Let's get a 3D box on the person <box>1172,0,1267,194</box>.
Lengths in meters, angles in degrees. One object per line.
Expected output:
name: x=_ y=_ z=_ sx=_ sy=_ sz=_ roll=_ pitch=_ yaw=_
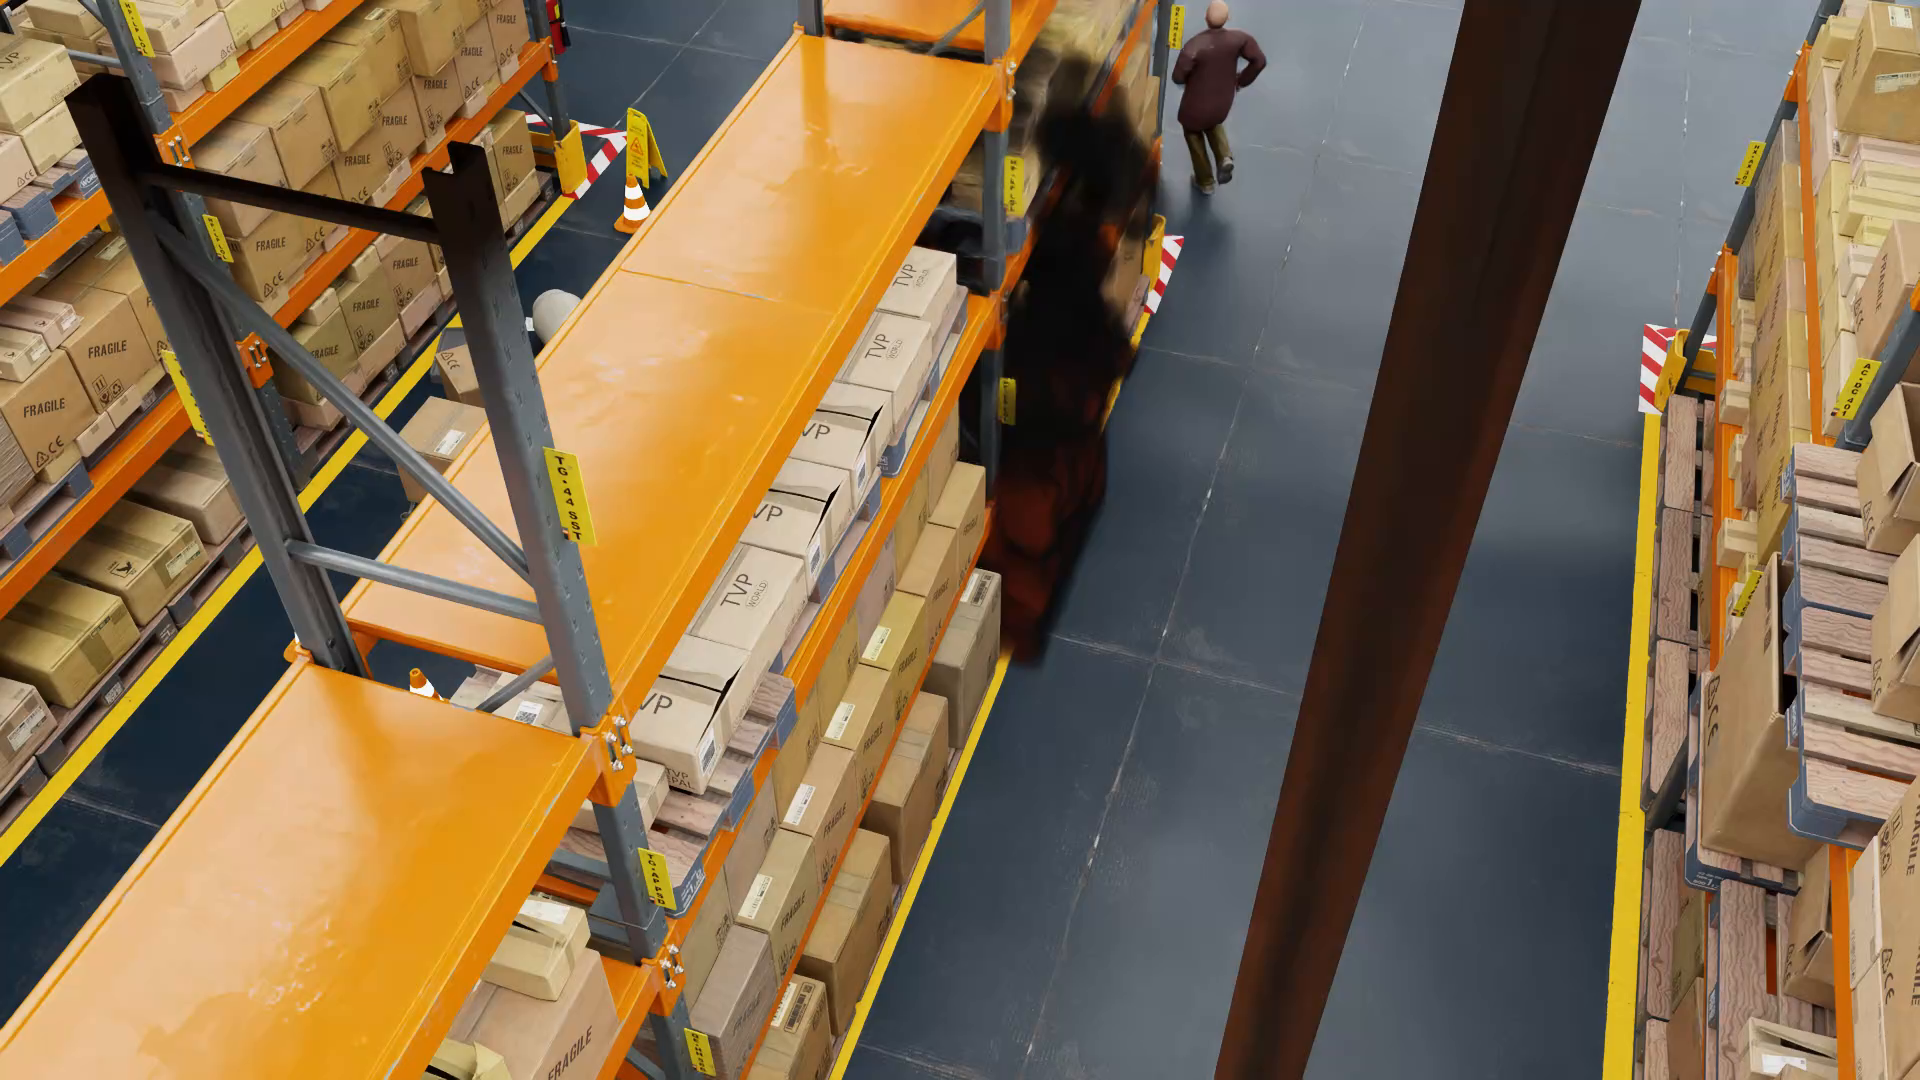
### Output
person: x=2.021 y=-3.577 z=13.432 sx=0.724 sy=1.730 sz=0.588 roll=-13 pitch=47 yaw=-12
